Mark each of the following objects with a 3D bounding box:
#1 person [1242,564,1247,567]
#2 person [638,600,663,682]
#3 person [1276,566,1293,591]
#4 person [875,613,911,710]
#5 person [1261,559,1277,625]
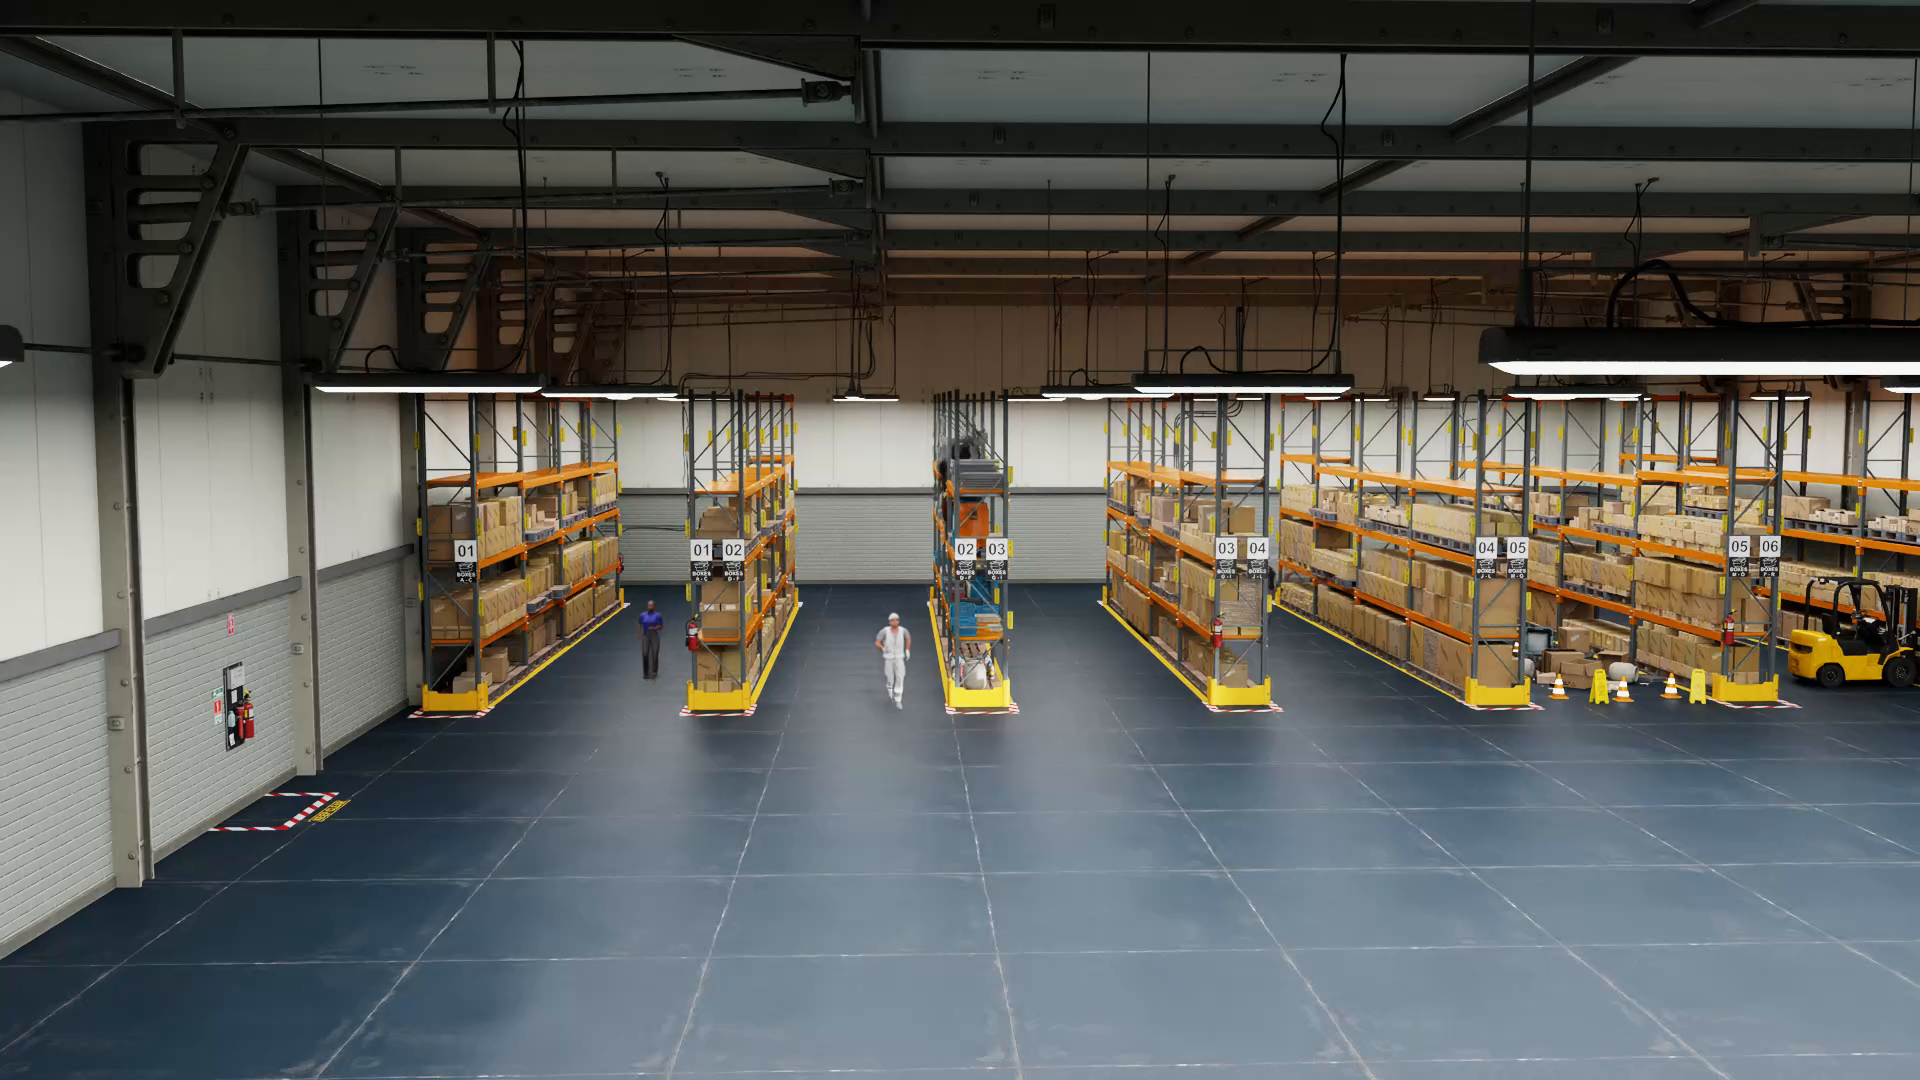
[{"bbox_3d":[8.377,0.984,48.653,0.712,1.642,0.758,-3,6,-32],"label":"person"},{"bbox_3d":[-6.421,2.093,34.482,0.542,1.693,0.716,-1,5,-7],"label":"person"},{"bbox_3d":[9.596,0.951,48.886,0.518,1.602,0.592,-1,5,-8],"label":"person"},{"bbox_3d":[-1.261,2.267,31.593,0.694,1.785,0.911,-1,5,-10],"label":"person"},{"bbox_3d":[7.982,1.319,43.518,0.649,1.713,0.933,0,5,0],"label":"person"}]
